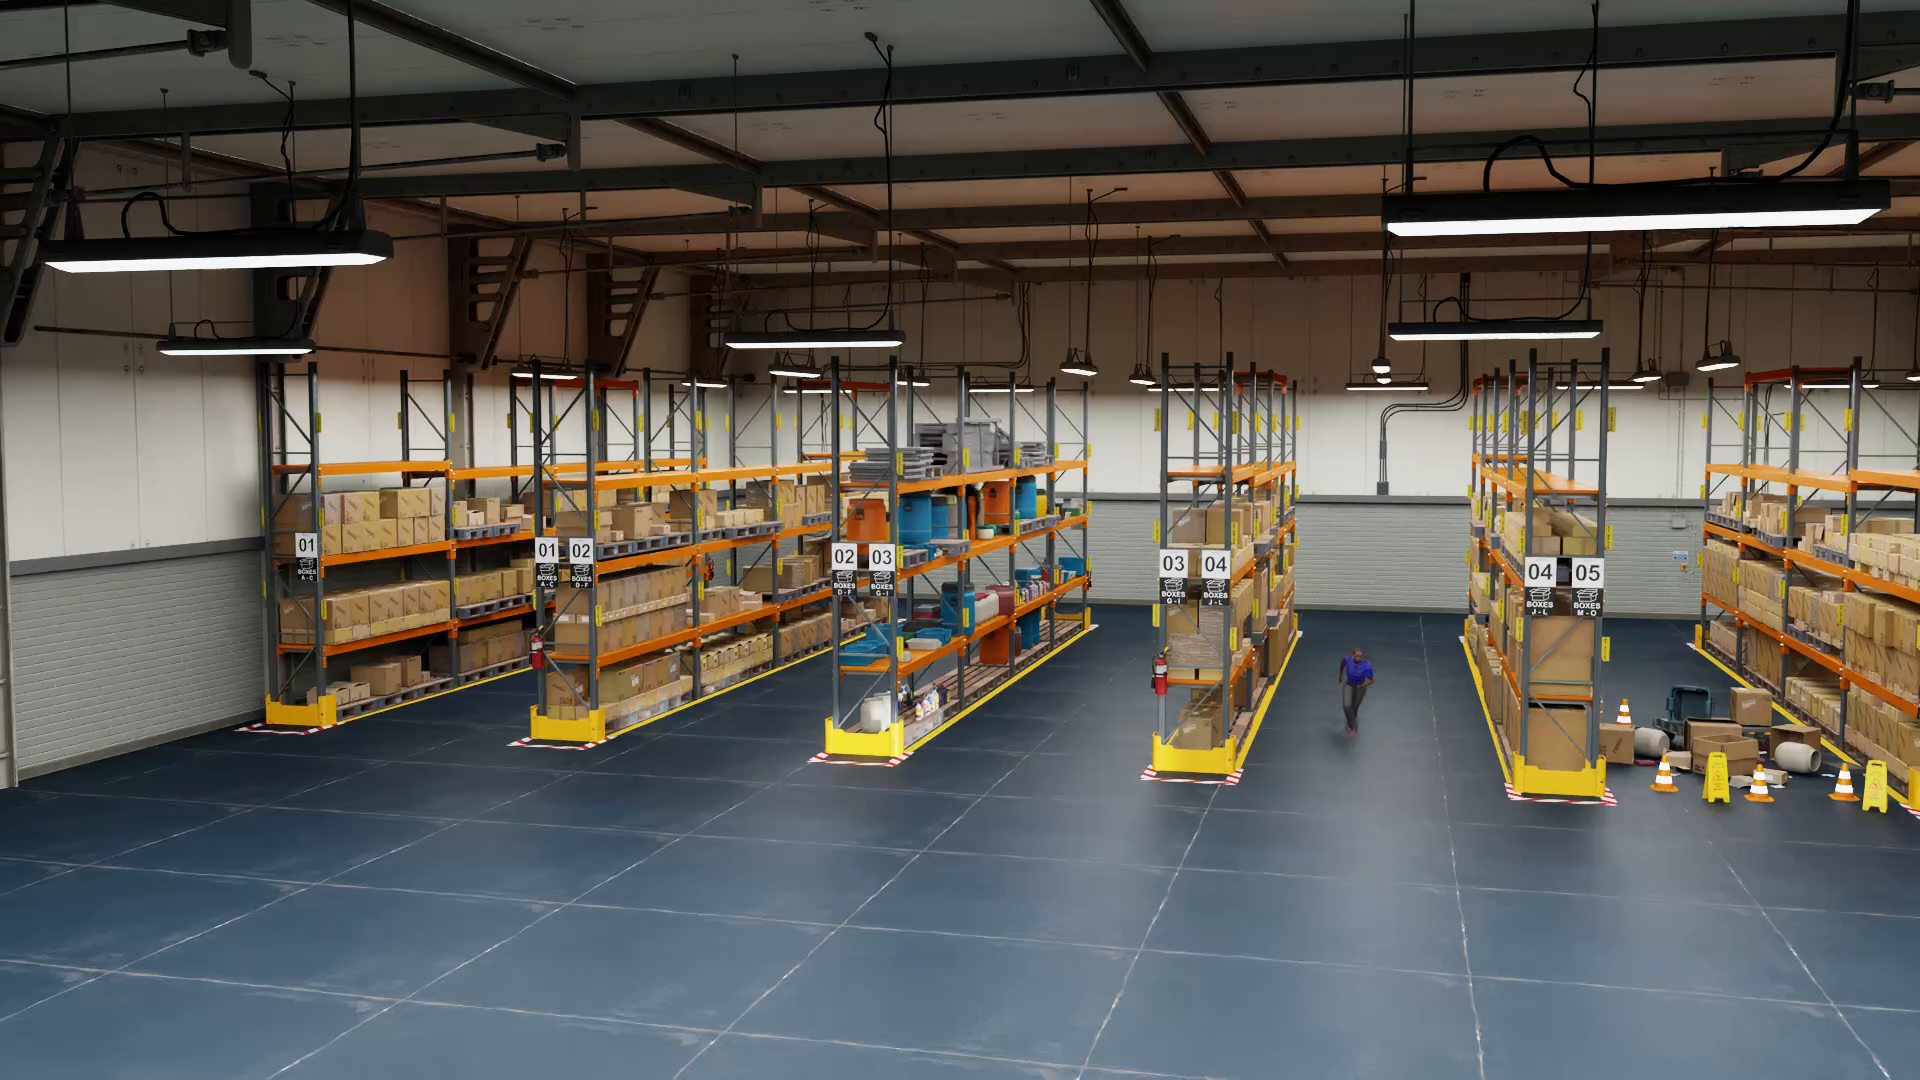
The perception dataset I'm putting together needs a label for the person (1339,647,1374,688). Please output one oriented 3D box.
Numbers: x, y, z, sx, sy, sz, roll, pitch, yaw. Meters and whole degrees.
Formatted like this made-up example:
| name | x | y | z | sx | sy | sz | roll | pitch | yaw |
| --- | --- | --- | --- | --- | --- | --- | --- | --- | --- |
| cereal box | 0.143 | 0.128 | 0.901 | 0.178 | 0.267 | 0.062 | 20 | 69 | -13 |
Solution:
| name | x | y | z | sx | sy | sz | roll | pitch | yaw |
| --- | --- | --- | --- | --- | --- | --- | --- | --- | --- |
| person | 6.279 | 2.009 | 26.312 | 0.549 | 0.695 | 0.708 | 1 | 4 | 13 |
